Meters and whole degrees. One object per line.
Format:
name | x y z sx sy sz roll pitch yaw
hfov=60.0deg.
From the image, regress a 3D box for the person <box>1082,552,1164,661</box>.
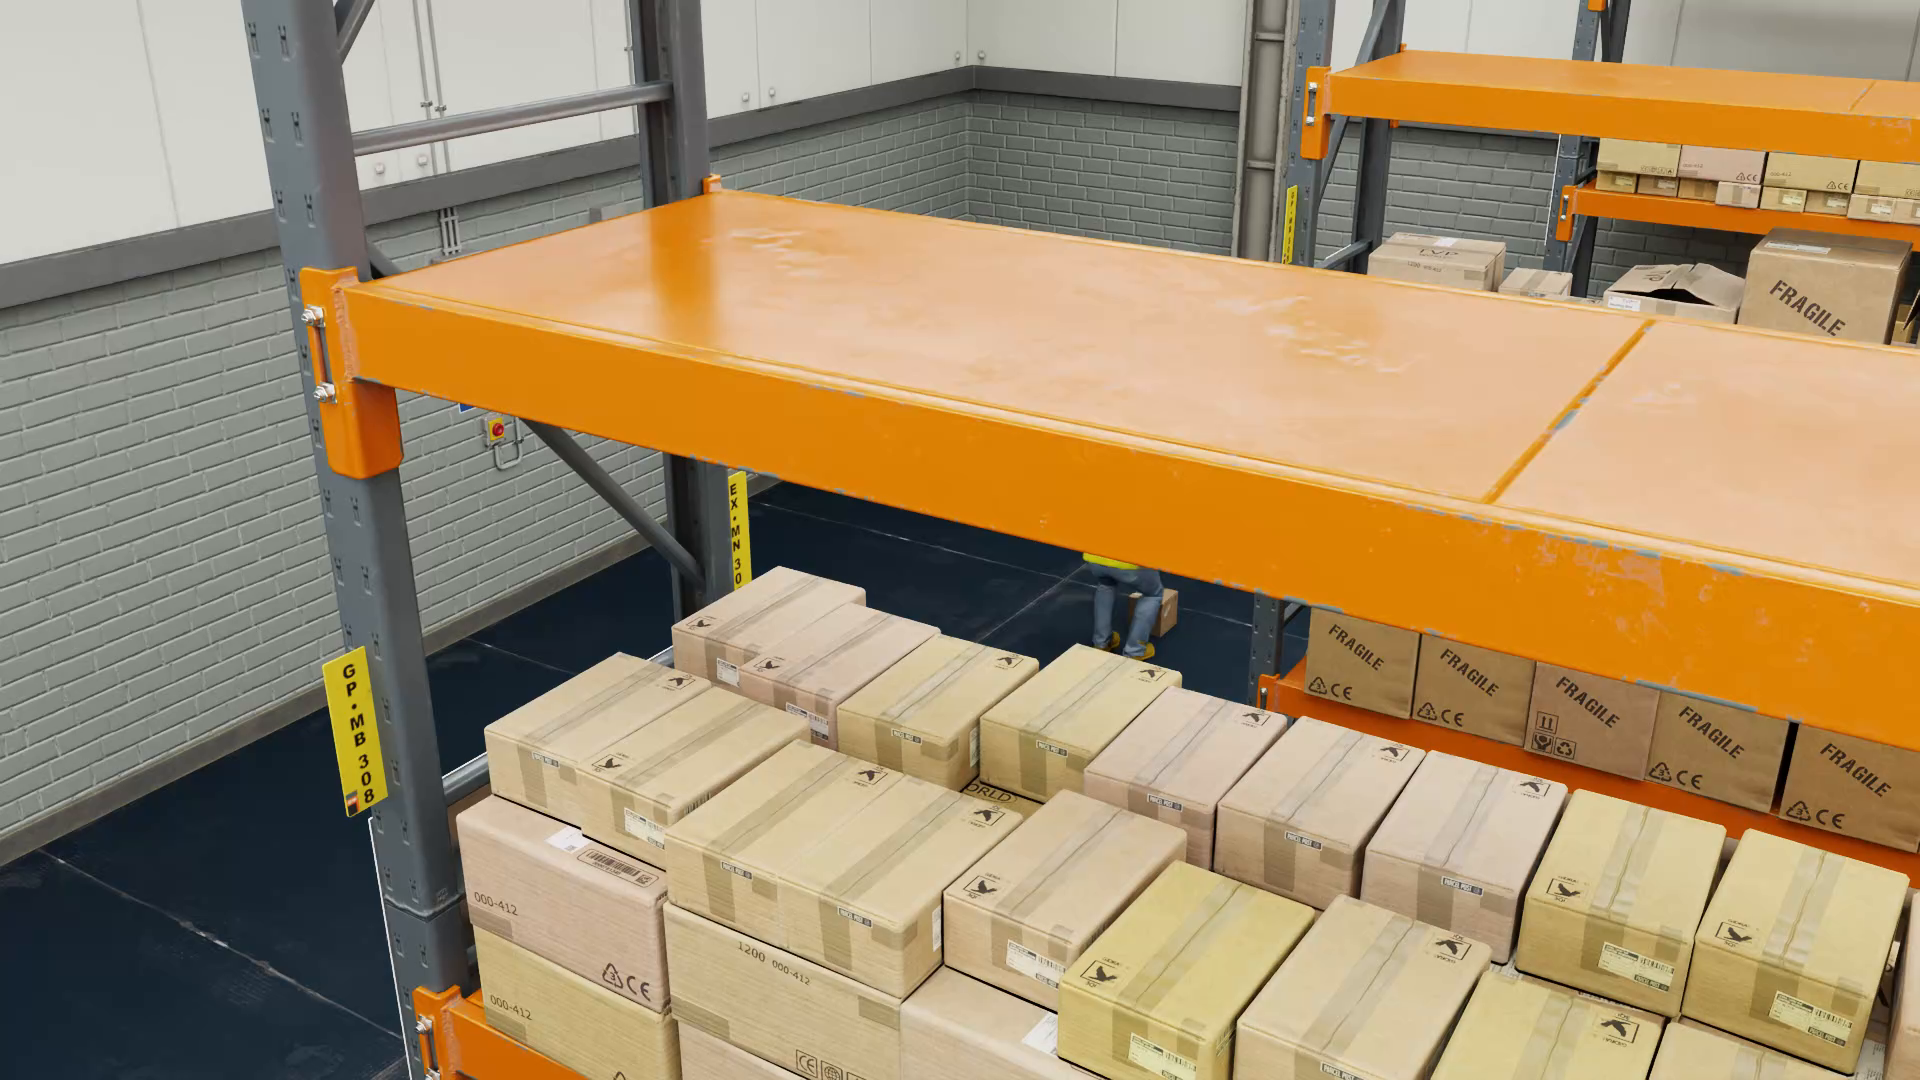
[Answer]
person | 1.065 0.057 10.802 0.630 1.461 0.728 14 27 29
